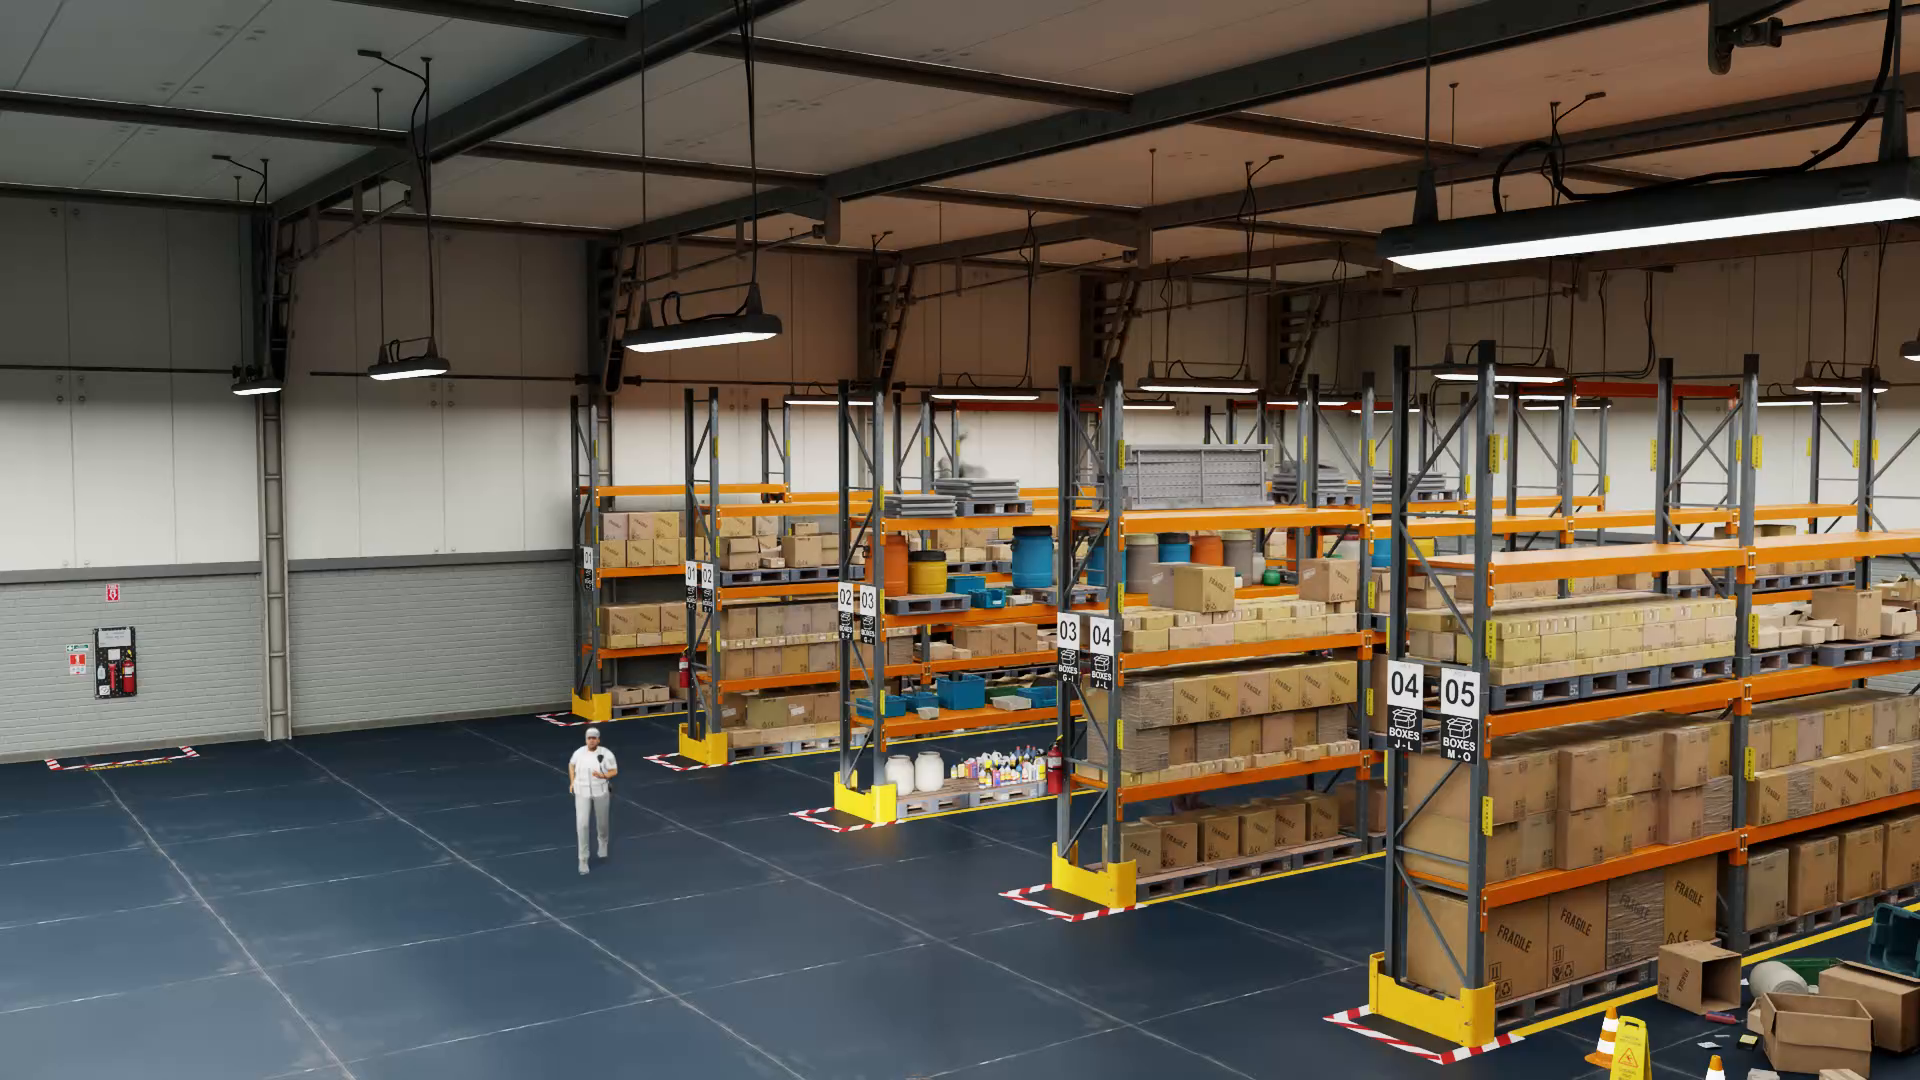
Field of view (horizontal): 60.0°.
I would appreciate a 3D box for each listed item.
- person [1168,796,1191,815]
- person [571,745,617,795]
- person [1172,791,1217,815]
[{"bbox_3d":[2.997,3.113,22.449,0.672,1.434,0.584,-3,5,-44],"label":"person"},{"bbox_3d":[-4.438,2.765,20.126,0.564,0.571,0.448,0,3,-8],"label":"person"},{"bbox_3d":[3.040,3.335,21.643,0.638,0.921,0.396,-2,4,-34],"label":"person"}]
